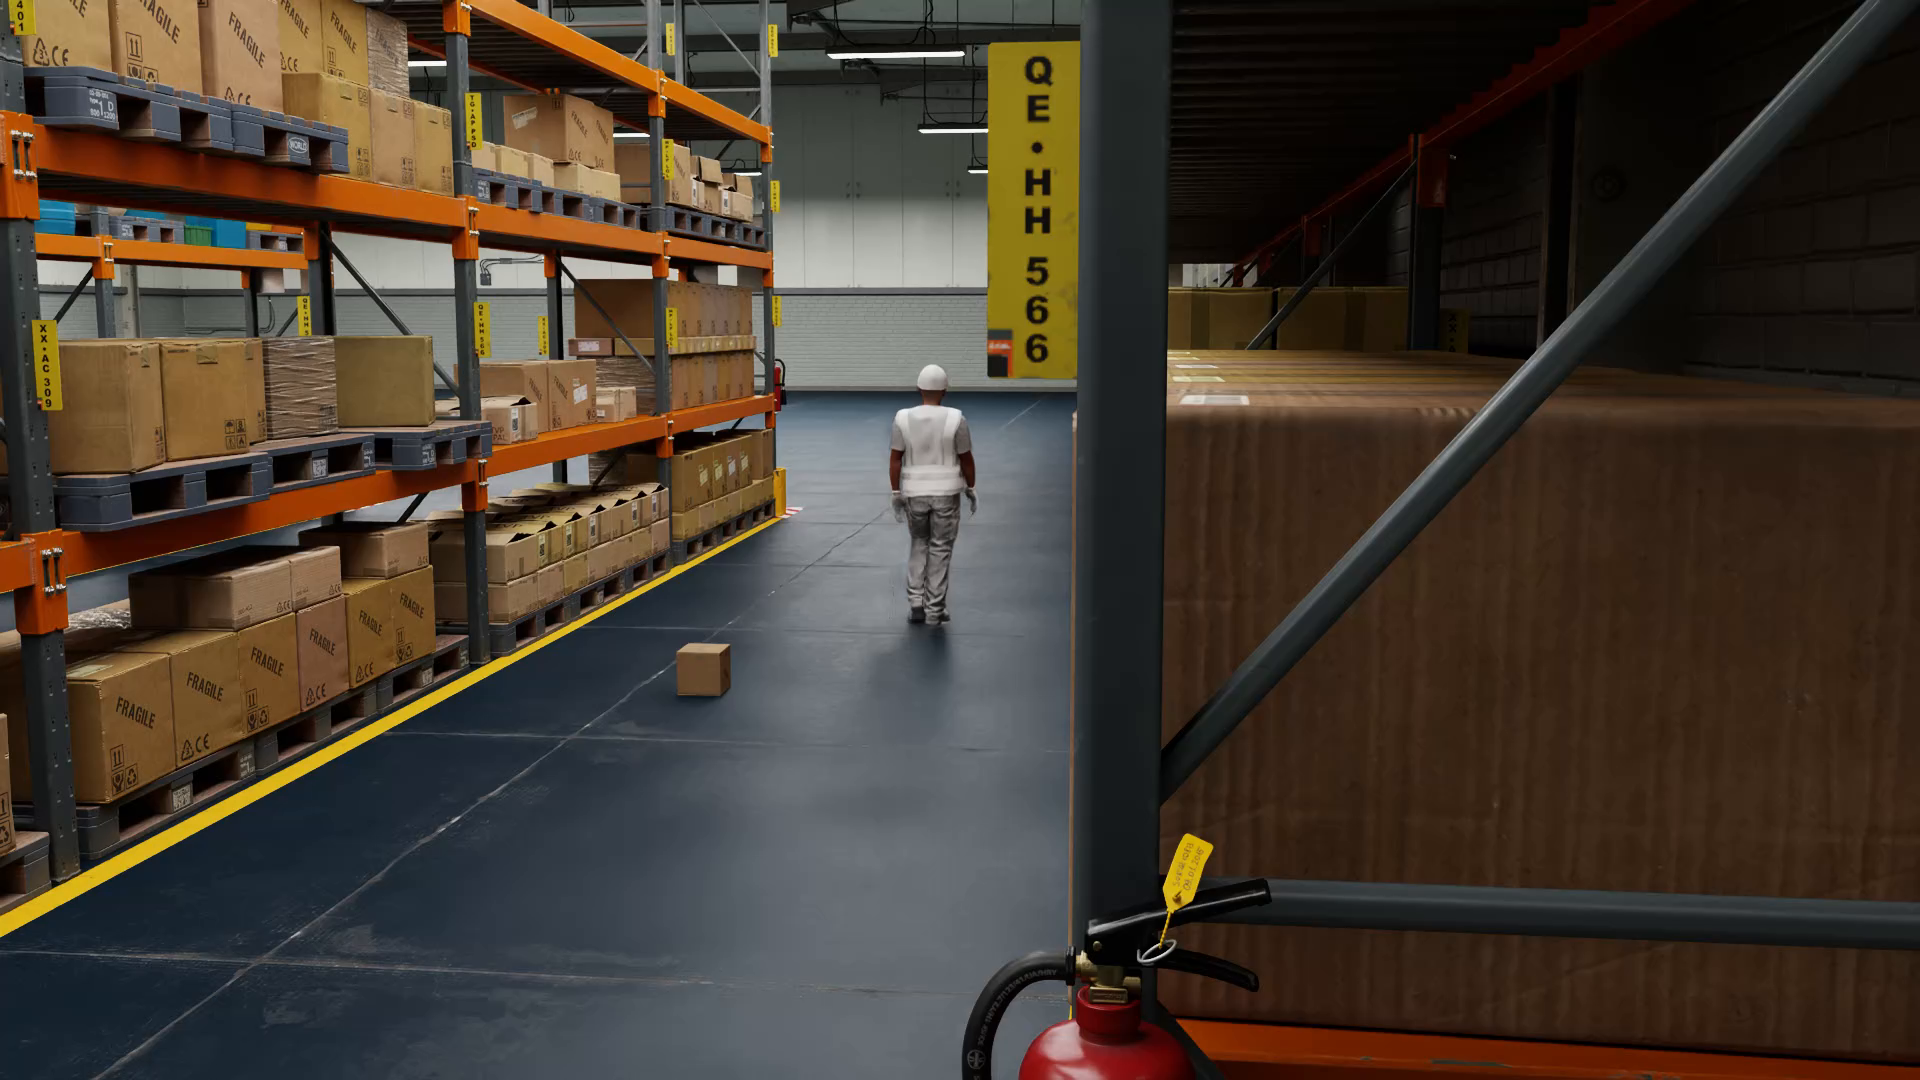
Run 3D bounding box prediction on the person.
[{"bbox_3d":[-0.171,-0.288,11.451,0.553,1.839,0.490,2,8,14],"label":"person"}]
